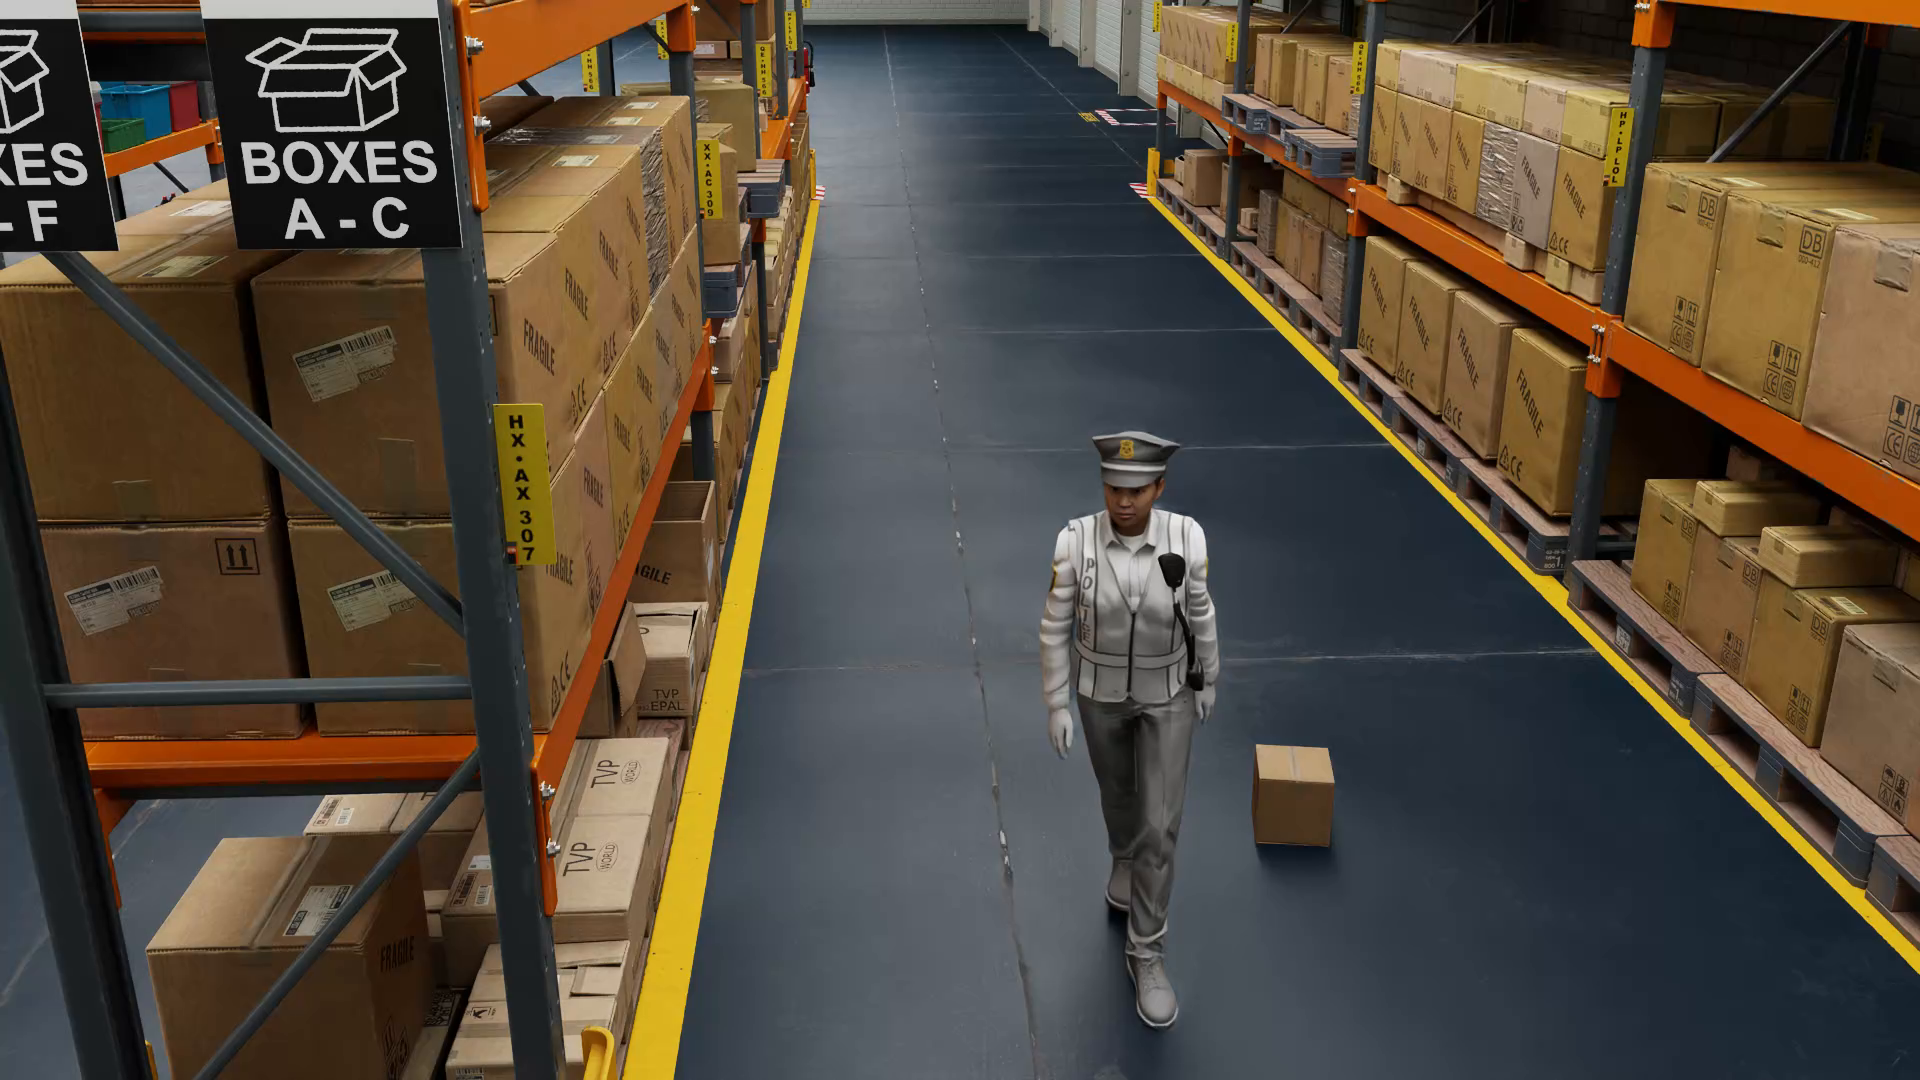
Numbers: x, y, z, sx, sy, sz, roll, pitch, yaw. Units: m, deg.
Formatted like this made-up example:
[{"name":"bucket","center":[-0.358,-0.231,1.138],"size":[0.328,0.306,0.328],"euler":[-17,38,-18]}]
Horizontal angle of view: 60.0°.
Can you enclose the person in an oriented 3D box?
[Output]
[{"name":"person","center":[0.482,0.463,4.825],"size":[0.513,1.672,0.795],"euler":[4,21,11]}]
